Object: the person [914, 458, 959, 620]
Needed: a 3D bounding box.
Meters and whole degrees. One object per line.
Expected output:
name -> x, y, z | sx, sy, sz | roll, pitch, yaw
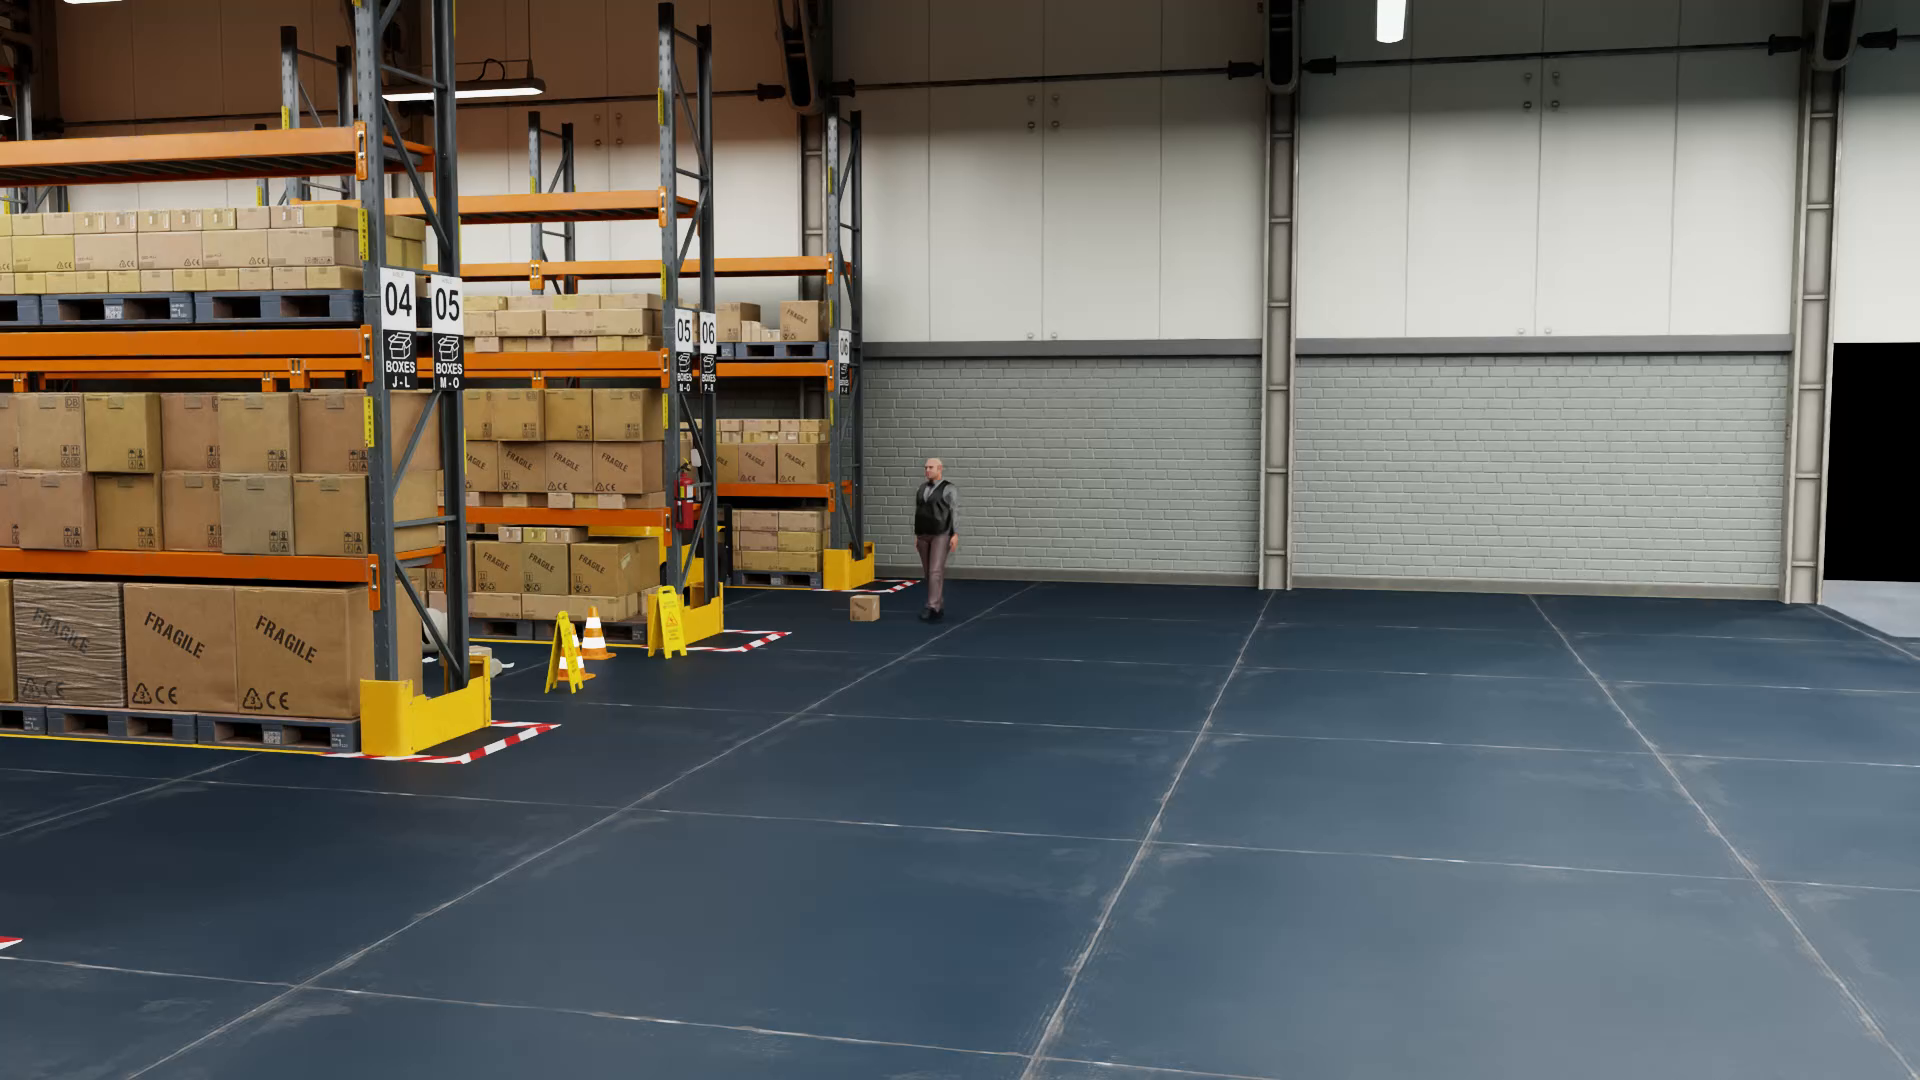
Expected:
person -> -0.347, -0.011, 17.705 | 0.572, 1.713, 0.717 | 3, 6, 35
